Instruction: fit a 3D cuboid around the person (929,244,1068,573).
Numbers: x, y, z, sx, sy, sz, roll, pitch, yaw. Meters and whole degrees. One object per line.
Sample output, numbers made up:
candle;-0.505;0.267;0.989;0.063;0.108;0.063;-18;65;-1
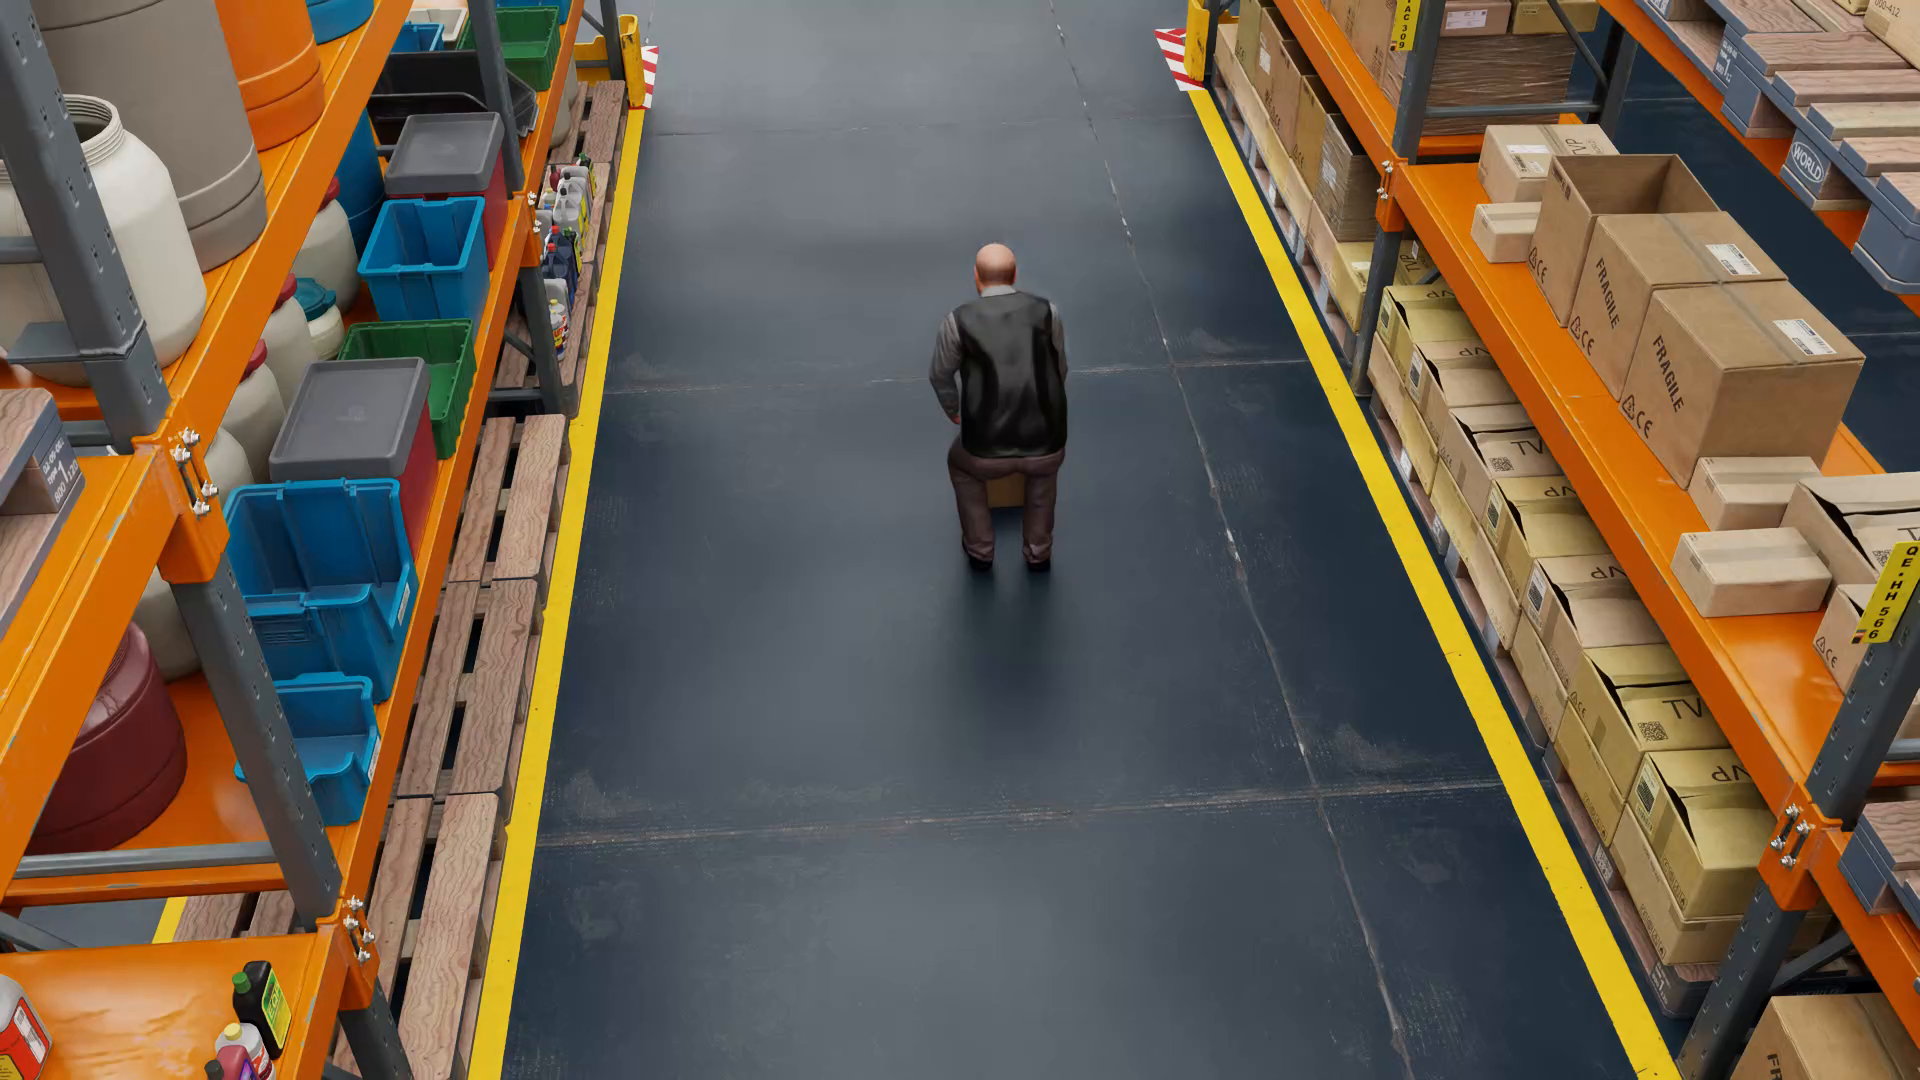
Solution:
person;0.172;-0.500;7.052;0.591;1.404;0.709;-3;39;-4
